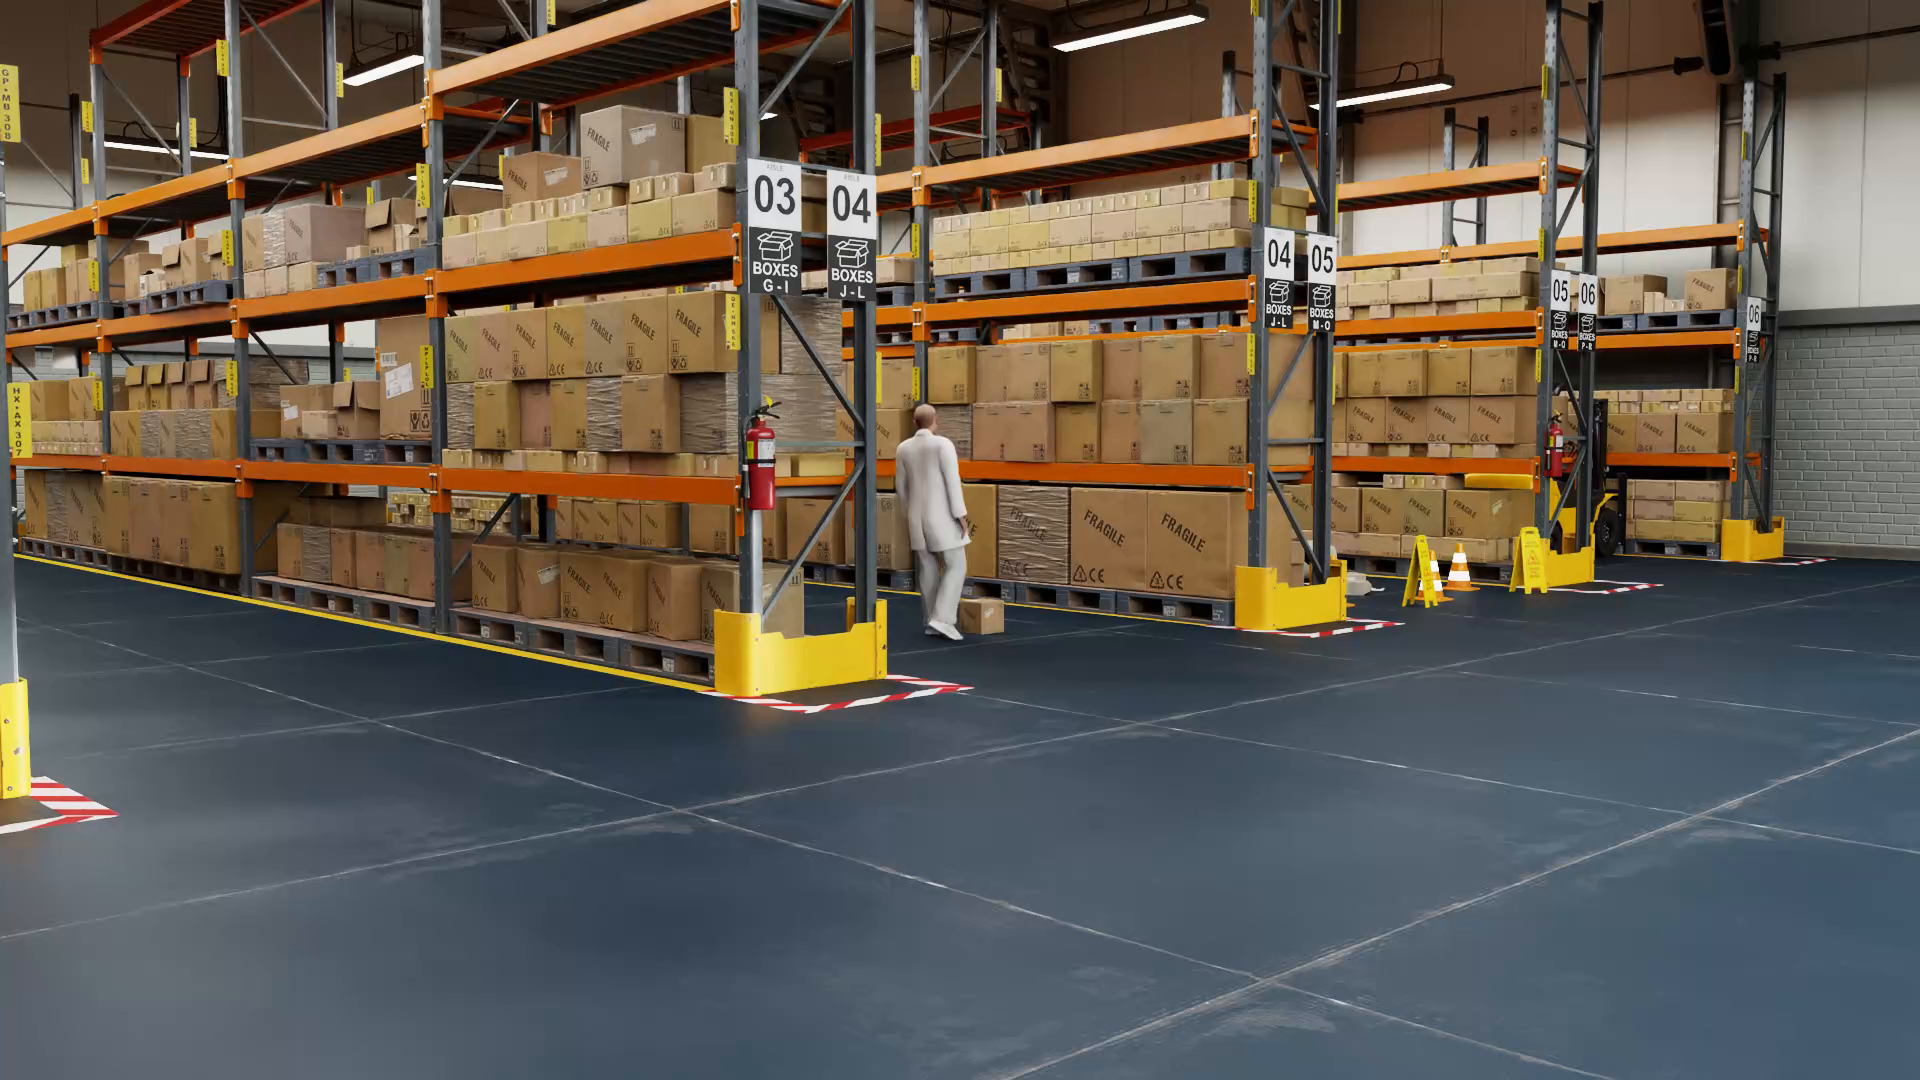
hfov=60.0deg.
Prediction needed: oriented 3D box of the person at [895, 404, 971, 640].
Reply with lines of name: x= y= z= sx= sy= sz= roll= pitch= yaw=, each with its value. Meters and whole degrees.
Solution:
person: x=-0.167 y=-0.122 z=12.810 sx=0.686 sy=1.841 sz=0.522 roll=3 pitch=5 yaw=39
